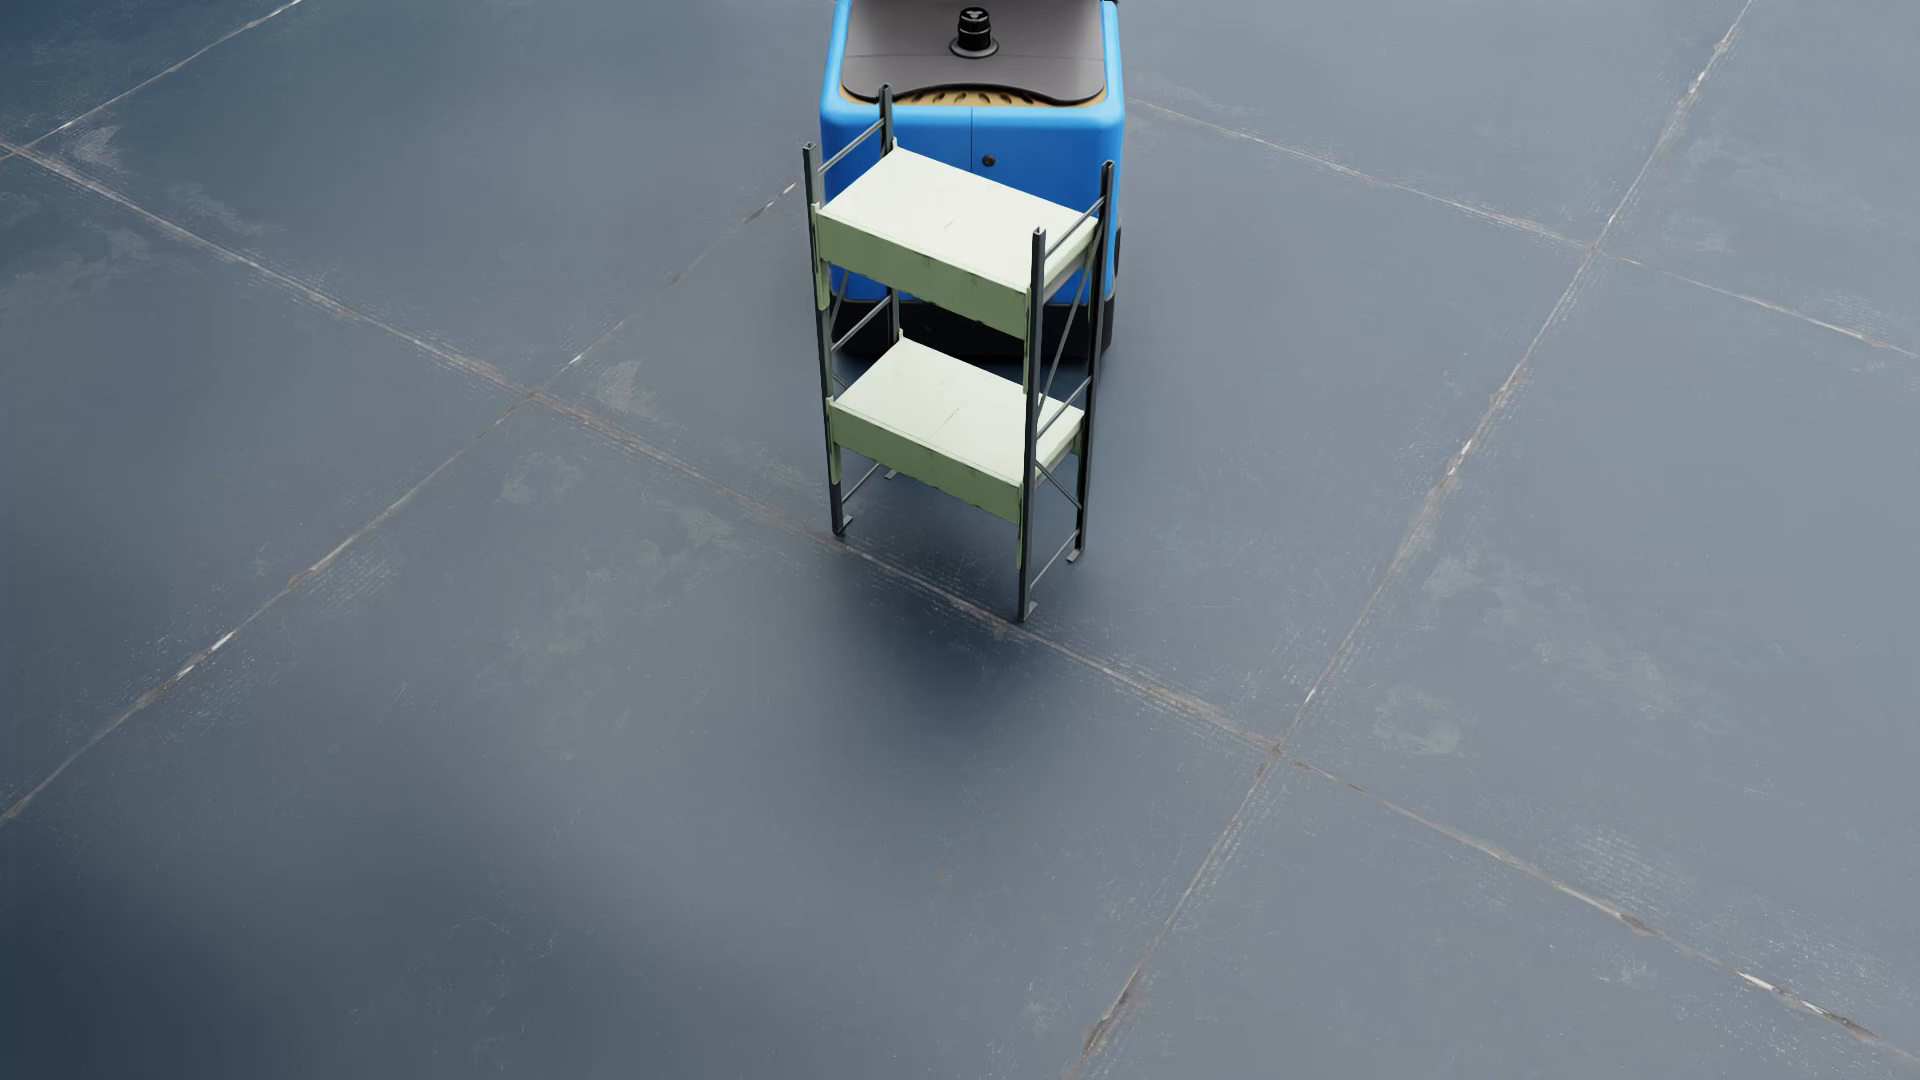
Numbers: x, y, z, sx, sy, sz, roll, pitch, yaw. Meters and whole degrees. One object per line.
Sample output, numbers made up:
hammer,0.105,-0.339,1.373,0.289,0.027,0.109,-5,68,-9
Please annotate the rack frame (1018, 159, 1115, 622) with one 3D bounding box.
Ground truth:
rack frame,0.302,-0.384,4.920,0.023,1.500,0.400,25,51,22

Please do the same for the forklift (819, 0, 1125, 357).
forklift,0.076,-2.740,6.212,1.130,2.935,3.031,1,46,1

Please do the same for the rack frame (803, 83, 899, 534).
rack frame,-0.314,-0.667,5.196,0.023,1.500,0.400,25,51,22

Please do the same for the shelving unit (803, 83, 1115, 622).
shelving unit,-0.006,-0.525,5.058,0.755,1.500,0.431,25,51,22

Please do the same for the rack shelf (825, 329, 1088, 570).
rack shelf,-0.006,-0.298,5.292,0.720,0.370,0.431,25,51,22

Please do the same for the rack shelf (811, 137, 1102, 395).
rack shelf,-0.006,-0.797,4.778,0.720,0.370,0.431,25,51,22
